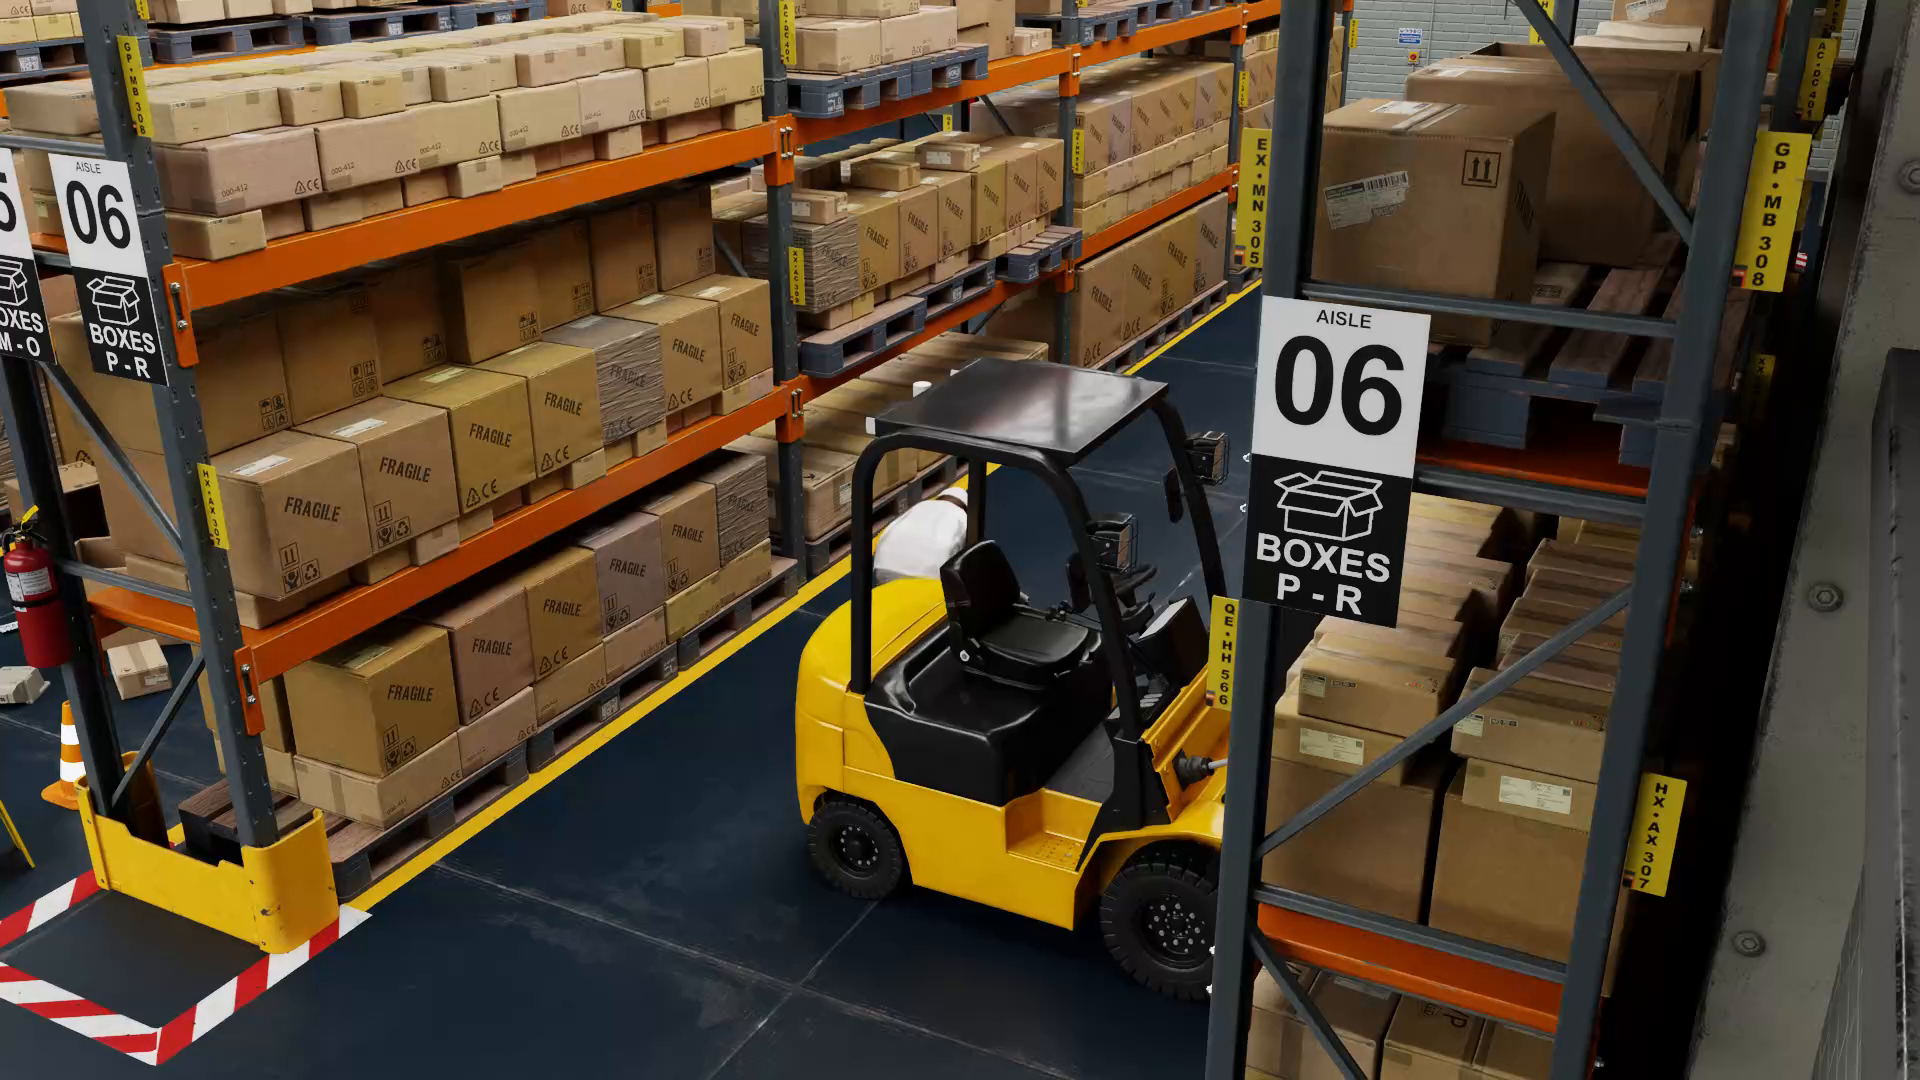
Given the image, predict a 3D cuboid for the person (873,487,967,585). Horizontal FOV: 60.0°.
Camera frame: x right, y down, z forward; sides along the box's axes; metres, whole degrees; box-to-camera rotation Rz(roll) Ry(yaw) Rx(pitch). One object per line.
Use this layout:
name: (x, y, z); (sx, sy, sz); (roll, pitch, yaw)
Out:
person: (-0.149, 0.171, 9.442); (0.502, 0.815, 0.999); (9, 24, 20)
